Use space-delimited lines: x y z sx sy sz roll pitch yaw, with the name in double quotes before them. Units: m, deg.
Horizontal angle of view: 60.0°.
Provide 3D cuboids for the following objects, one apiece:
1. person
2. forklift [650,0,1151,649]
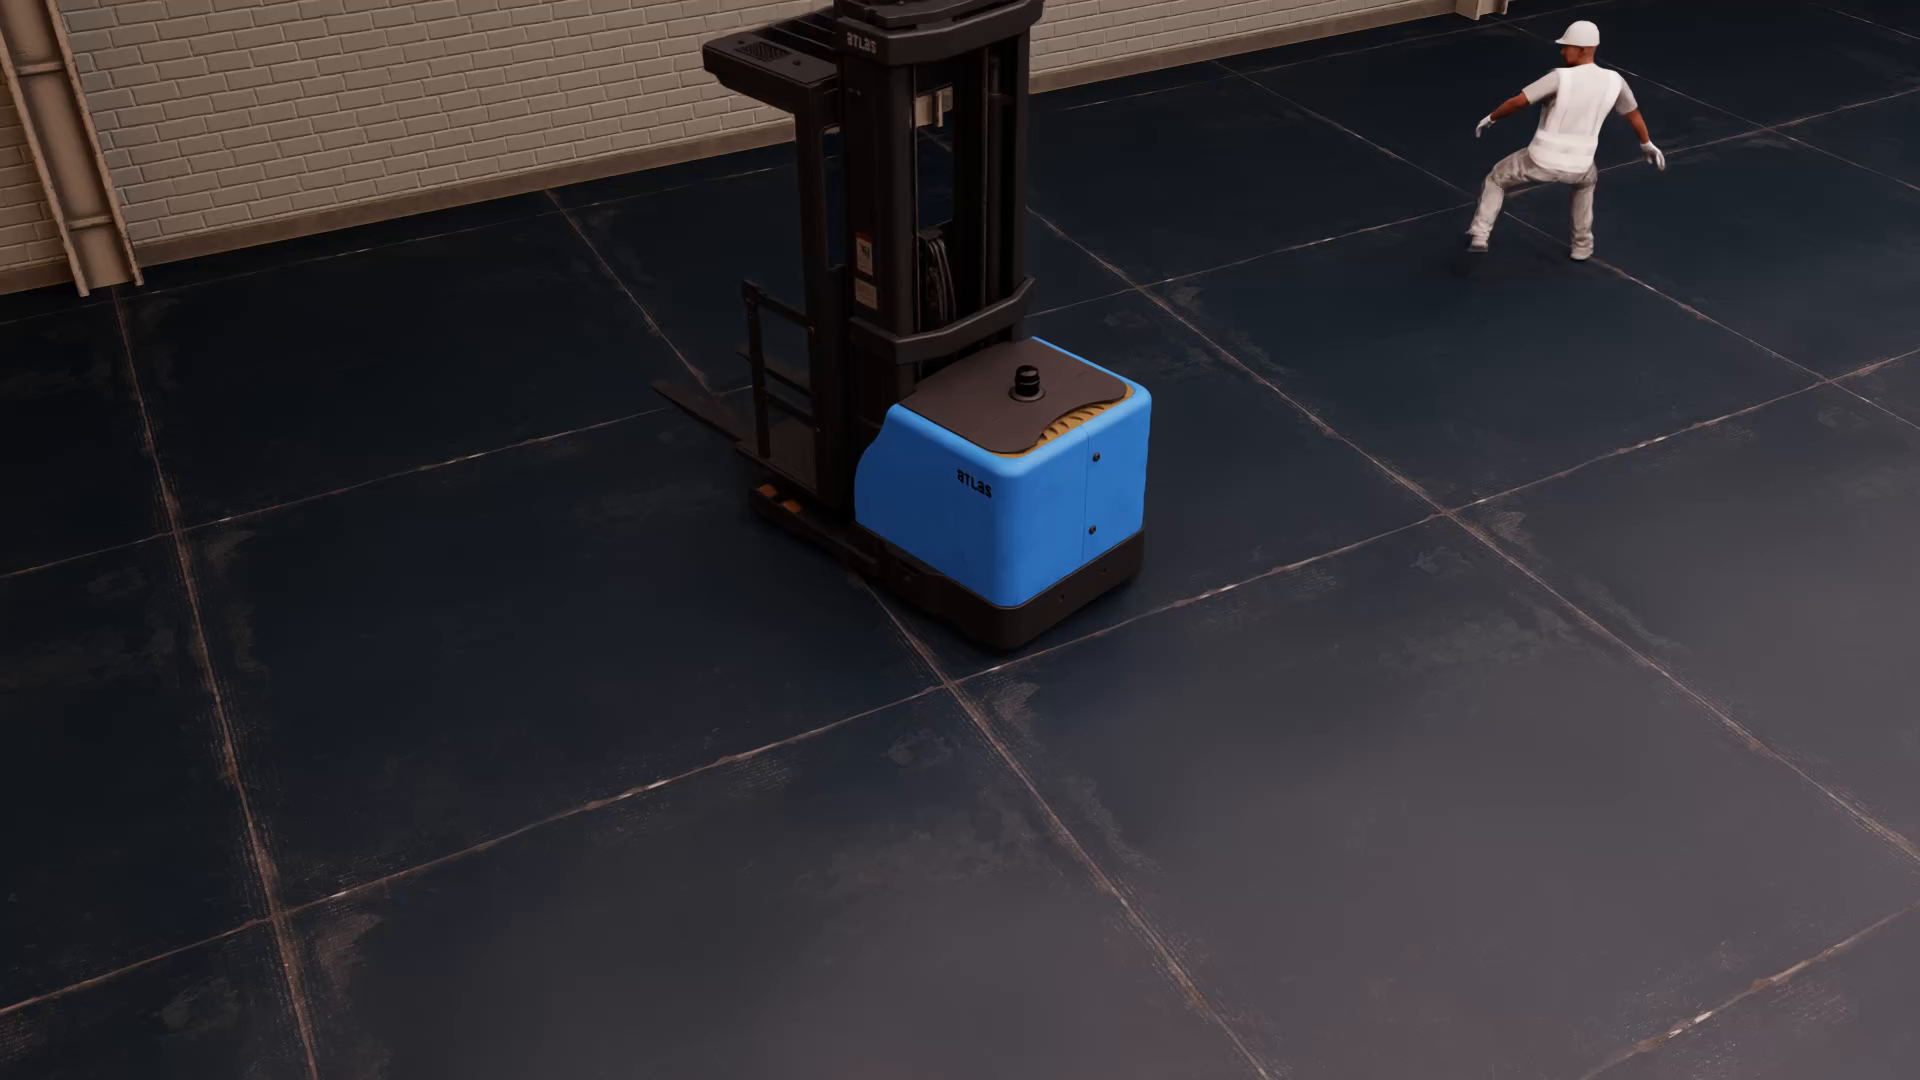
"person" 3.995 -2.555 10.918 1.212 1.657 0.508 0 35 1
"forklift" -0.479 -1.431 8.148 1.130 2.935 3.031 -30 45 -35
